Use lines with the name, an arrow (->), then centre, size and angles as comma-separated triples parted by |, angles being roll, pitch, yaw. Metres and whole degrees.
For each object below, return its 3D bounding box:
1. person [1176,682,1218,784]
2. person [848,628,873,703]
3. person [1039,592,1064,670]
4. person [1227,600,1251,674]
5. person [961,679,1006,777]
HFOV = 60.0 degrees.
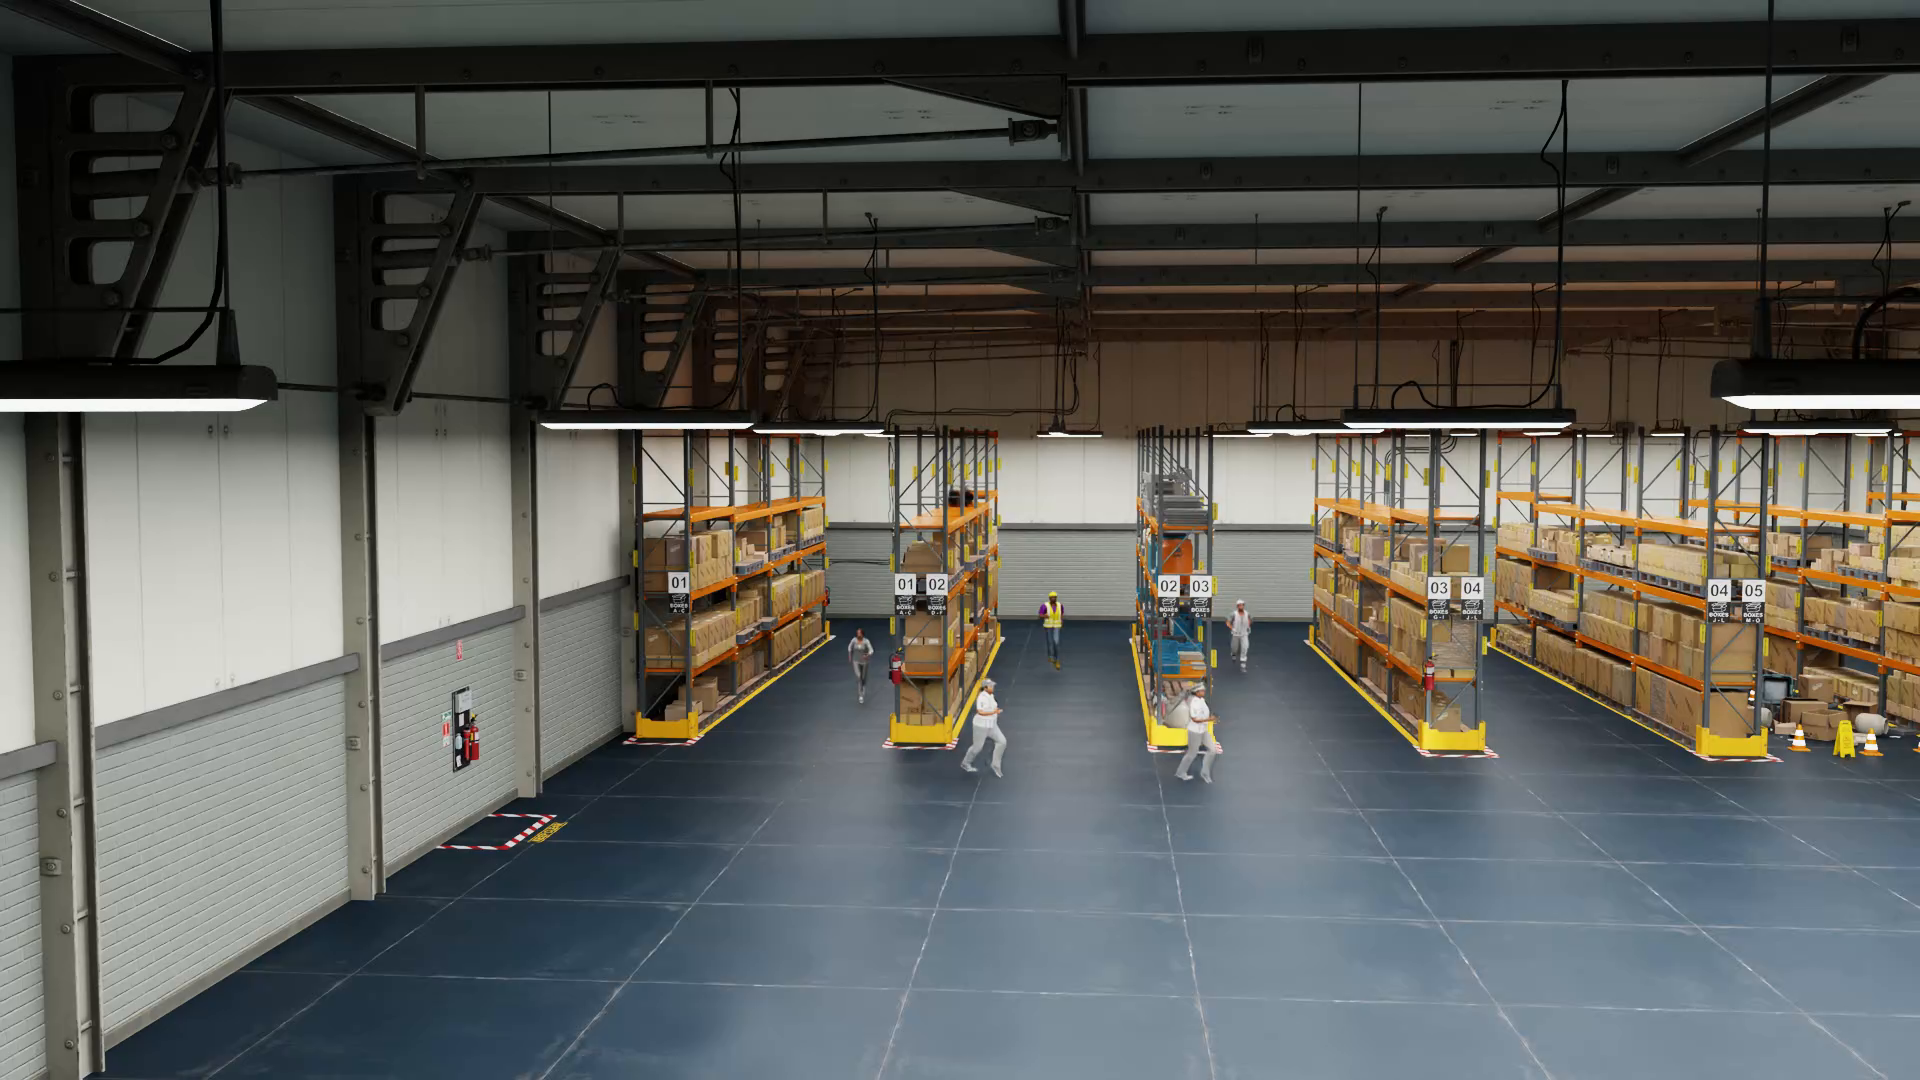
person -> 3.961, 3.224, 27.676 | 0.748, 1.752, 0.554 | 2, 4, 30
person -> -2.185, 2.726, 36.561 | 0.558, 1.592, 0.920 | 0, 3, 1
person -> 2.225, 2.185, 40.274 | 0.657, 1.881, 0.734 | 0, 3, -4
person -> 6.917, 2.373, 41.230 | 0.626, 1.777, 1.137 | 0, 3, 1
person -> 0.371, 3.208, 28.325 | 0.788, 1.710, 0.582 | 2, 4, 29
